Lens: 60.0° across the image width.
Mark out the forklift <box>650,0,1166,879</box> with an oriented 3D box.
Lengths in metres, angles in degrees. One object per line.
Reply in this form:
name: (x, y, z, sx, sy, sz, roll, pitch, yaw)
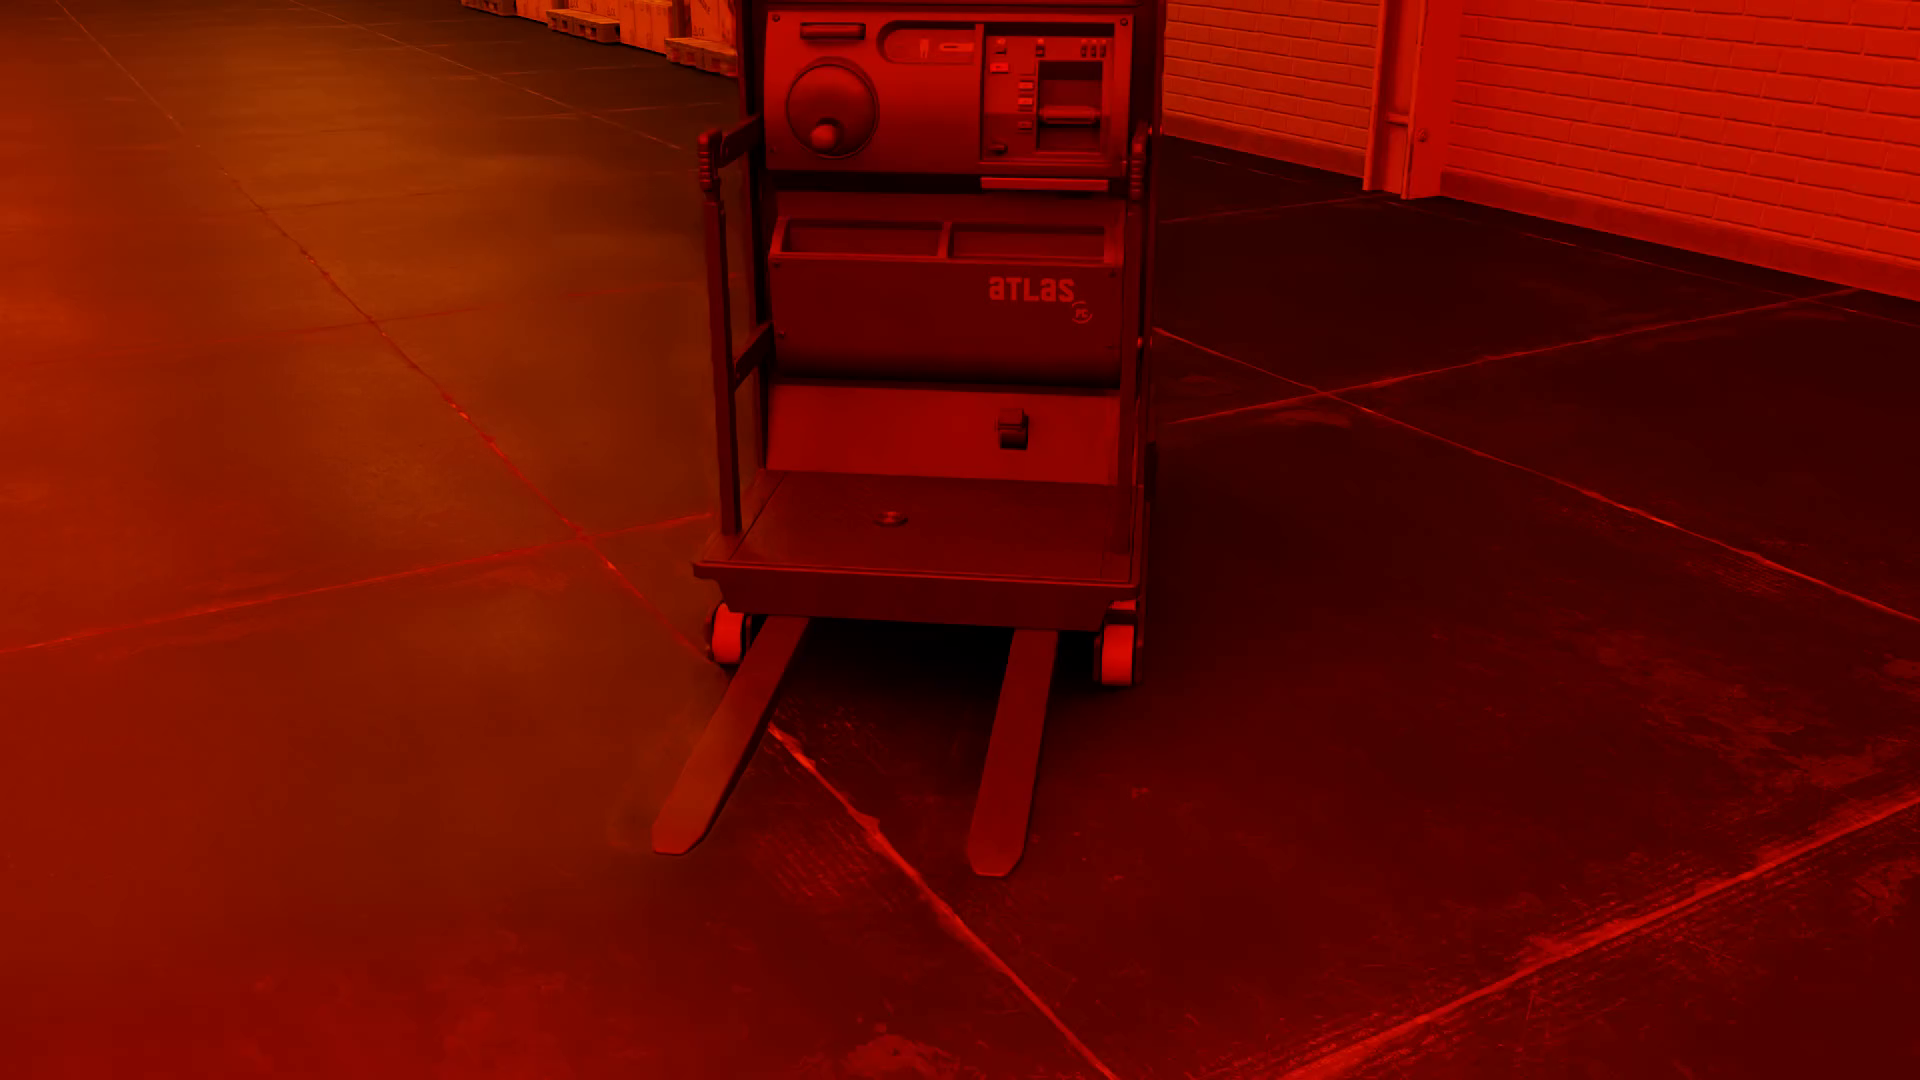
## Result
forklift: (-0.058, -1.120, 4.002, 1.130, 2.935, 3.031, 3, 22, 7)
